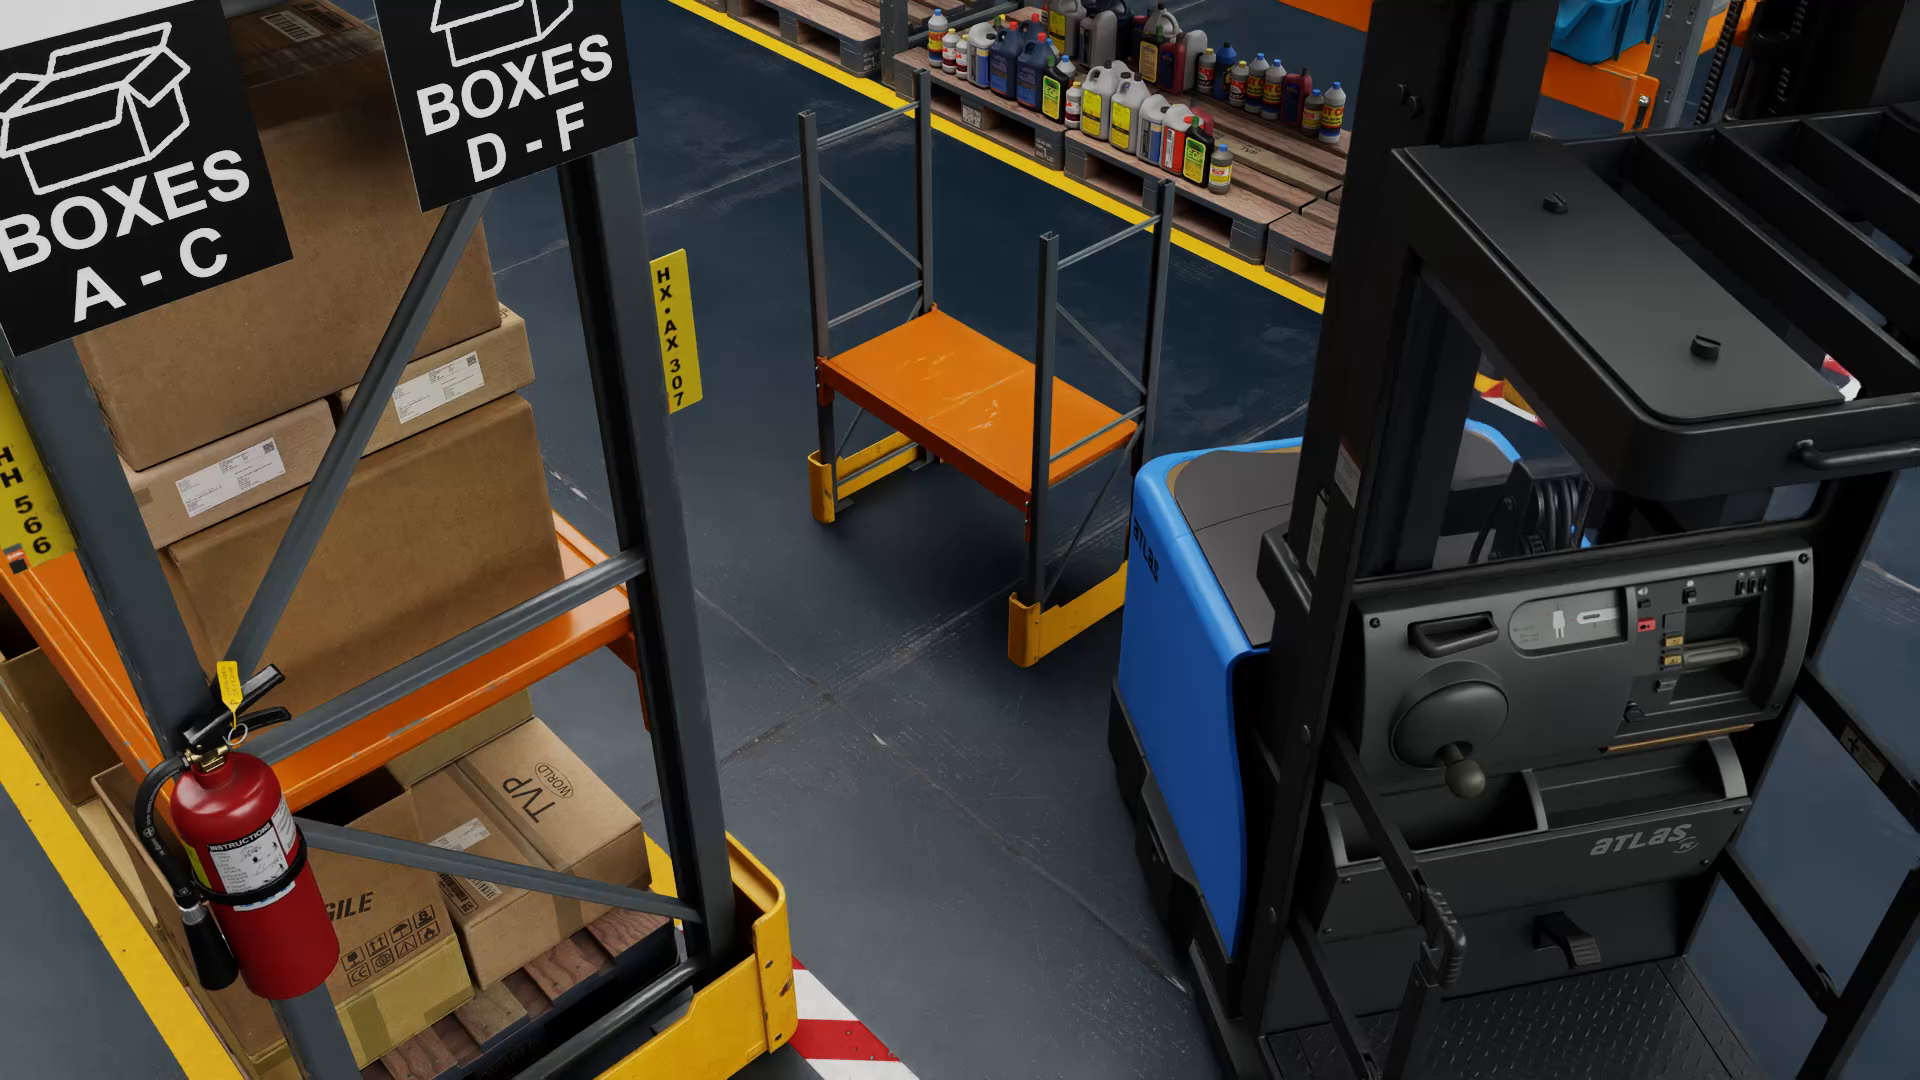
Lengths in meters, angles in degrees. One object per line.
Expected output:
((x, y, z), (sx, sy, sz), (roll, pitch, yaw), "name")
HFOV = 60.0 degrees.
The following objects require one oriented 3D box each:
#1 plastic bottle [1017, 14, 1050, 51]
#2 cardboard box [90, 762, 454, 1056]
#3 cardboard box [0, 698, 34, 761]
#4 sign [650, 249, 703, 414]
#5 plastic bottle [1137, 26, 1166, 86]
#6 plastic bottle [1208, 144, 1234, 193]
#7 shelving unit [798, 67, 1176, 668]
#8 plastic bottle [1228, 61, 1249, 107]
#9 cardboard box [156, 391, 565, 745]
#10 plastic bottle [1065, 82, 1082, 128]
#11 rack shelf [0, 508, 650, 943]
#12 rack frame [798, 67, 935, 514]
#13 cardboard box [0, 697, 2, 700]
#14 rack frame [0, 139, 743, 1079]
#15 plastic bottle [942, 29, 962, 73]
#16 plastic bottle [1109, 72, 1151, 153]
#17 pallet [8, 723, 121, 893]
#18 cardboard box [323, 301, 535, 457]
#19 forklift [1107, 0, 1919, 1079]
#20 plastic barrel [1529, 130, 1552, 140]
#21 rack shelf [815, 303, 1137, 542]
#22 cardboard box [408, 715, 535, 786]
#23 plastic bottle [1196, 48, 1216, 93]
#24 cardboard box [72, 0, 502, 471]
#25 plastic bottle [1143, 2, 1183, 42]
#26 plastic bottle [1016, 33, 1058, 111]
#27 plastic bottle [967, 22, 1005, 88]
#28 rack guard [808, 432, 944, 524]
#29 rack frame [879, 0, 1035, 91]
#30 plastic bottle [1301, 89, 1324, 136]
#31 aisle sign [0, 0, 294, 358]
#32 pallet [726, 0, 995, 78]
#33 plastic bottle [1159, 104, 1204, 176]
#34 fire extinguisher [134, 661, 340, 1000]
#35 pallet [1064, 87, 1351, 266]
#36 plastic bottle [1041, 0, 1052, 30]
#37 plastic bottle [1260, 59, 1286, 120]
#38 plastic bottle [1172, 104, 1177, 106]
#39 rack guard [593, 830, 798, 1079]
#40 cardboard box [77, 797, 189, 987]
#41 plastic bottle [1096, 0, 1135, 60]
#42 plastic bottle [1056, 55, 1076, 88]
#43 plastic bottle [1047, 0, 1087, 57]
((0.345, -2.384, 8.073), (0.144, 0.351, 0.185), (-30, 48, -32), "plastic bottle")
((-1.529, 0.715, 3.735), (0.500, 0.500, 0.500), (-30, 48, -32), "cardboard box")
((-2.551, 0.317, 4.825), (0.500, 0.250, 0.500), (-30, 48, -32), "cardboard box")
((-0.534, -0.379, 3.080), (0.100, 0.325, 0.005), (-30, 48, -32), "sign")
((0.937, -2.378, 8.118), (0.061, 0.283, 0.133), (-30, 48, -32), "plastic bottle")
((1.139, -1.627, 7.255), (0.097, 0.201, 0.097), (0, 39, 0), "plastic bottle")
((0.052, -0.548, 5.235), (0.587, 1.500, 1.083), (-30, 48, -32), "shelving unit")
((1.341, -2.186, 7.946), (0.097, 0.201, 0.097), (0, 39, 0), "plastic bottle")
((-1.254, -0.038, 3.331), (0.700, 0.500, 0.500), (-30, 48, -32), "cardboard box")
((0.541, -2.037, 7.762), (0.097, 0.201, 0.097), (0, 39, 0), "plastic bottle")
((-2.300, -0.424, 4.460), (1.077, 0.370, 4.000), (-30, 48, -32), "rack shelf")
((-0.286, -0.779, 5.521), (0.500, 1.500, 0.032), (-30, 48, -32), "rack frame")
((-2.553, 0.026, 4.587), (0.500, 0.500, 0.500), (-30, 48, -32), "cardboard box")
((-0.947, 0.222, 3.088), (1.000, 3.000, 0.127), (-30, 48, -32), "rack frame")
((-0.040, -2.434, 8.254), (0.097, 0.201, 0.097), (0, 39, 0), "plastic bottle")
((0.780, -1.953, 7.539), (0.144, 0.351, 0.185), (-28, 47, -30), "plastic bottle")
((-2.316, 0.406, 5.079), (1.003, 0.211, 1.213), (-30, 48, -32), "pallet")
((-1.054, -0.342, 3.191), (0.380, 0.149, 0.250), (-30, 48, -32), "cardboard box")
((1.246, 0.321, 3.020), (1.130, 2.935, 3.031), (-8, 40, -9), "forklift")
((2.202, -1.349, 6.679), (0.421, 0.512, 0.421), (0, 39, 0), "plastic barrel")
((0.058, -0.404, 5.343), (0.538, 0.185, 1.000), (-30, 48, -32), "rack shelf")
((-1.487, 0.556, 4.529), (0.500, 0.250, 0.500), (-30, 48, -32), "cardboard box")
((1.202, -2.281, 8.064), (0.097, 0.201, 0.097), (0, 39, 0), "plastic bottle")
((-1.289, -0.568, 2.953), (0.700, 0.500, 0.500), (-30, 48, -32), "cardboard box")
((0.995, -2.459, 8.166), (0.144, 0.351, 0.185), (-30, 48, -32), "plastic bottle")
((0.366, -2.236, 7.889), (0.185, 0.351, 0.144), (32, 49, 33), "plastic bottle")
((0.130, -2.372, 8.118), (0.152, 0.276, 0.135), (-28, 47, -30), "plastic bottle")
((-0.285, -0.292, 5.913), (0.587, 0.250, 0.087), (-30, 48, -32), "rack guard")
((-0.001, -3.732, 7.984), (1.000, 3.000, 0.127), (-30, 48, -32), "rack frame")
((1.637, -1.983, 7.695), (0.097, 0.201, 0.097), (0, 39, 0), "plastic bottle")
((-1.119, -0.634, 2.079), (0.394, 0.787, 0.004), (-30, 48, -32), "aisle sign")
((-0.561, -2.995, 9.290), (1.003, 0.211, 1.213), (-30, 48, -32), "pallet")
((0.989, -1.785, 7.390), (0.152, 0.276, 0.135), (-30, 47, -31), "plastic bottle")
((-1.209, 0.504, 2.800), (0.296, 0.674, 0.183), (-30, 48, -32), "fire extinguisher")
((1.251, -1.754, 7.754), (1.003, 0.211, 1.213), (-30, 48, -32), "pallet")
((0.473, -2.780, 8.681), (0.097, 0.201, 0.097), (0, 39, 0), "plastic bottle")
((1.475, -2.121, 7.810), (0.097, 0.271, 0.097), (0, 39, 0), "plastic bottle")
((0.974, -1.882, 7.569), (0.097, 0.201, 0.097), (0, 39, 0), "plastic bottle")
((-0.931, 1.206, 3.859), (1.175, 0.500, 0.348), (-30, 48, -32), "rack guard")
((-1.875, 0.779, 4.252), (0.500, 0.250, 0.500), (-30, 48, -32), "cardboard box")
((0.776, -2.609, 8.351), (0.185, 0.351, 0.144), (32, 49, 33), "plastic bottle")
((0.494, -2.153, 7.849), (0.097, 0.271, 0.097), (0, 39, 0), "plastic bottle")
((0.540, -2.636, 8.385), (0.144, 0.351, 0.185), (-30, 48, -32), "plastic bottle")
